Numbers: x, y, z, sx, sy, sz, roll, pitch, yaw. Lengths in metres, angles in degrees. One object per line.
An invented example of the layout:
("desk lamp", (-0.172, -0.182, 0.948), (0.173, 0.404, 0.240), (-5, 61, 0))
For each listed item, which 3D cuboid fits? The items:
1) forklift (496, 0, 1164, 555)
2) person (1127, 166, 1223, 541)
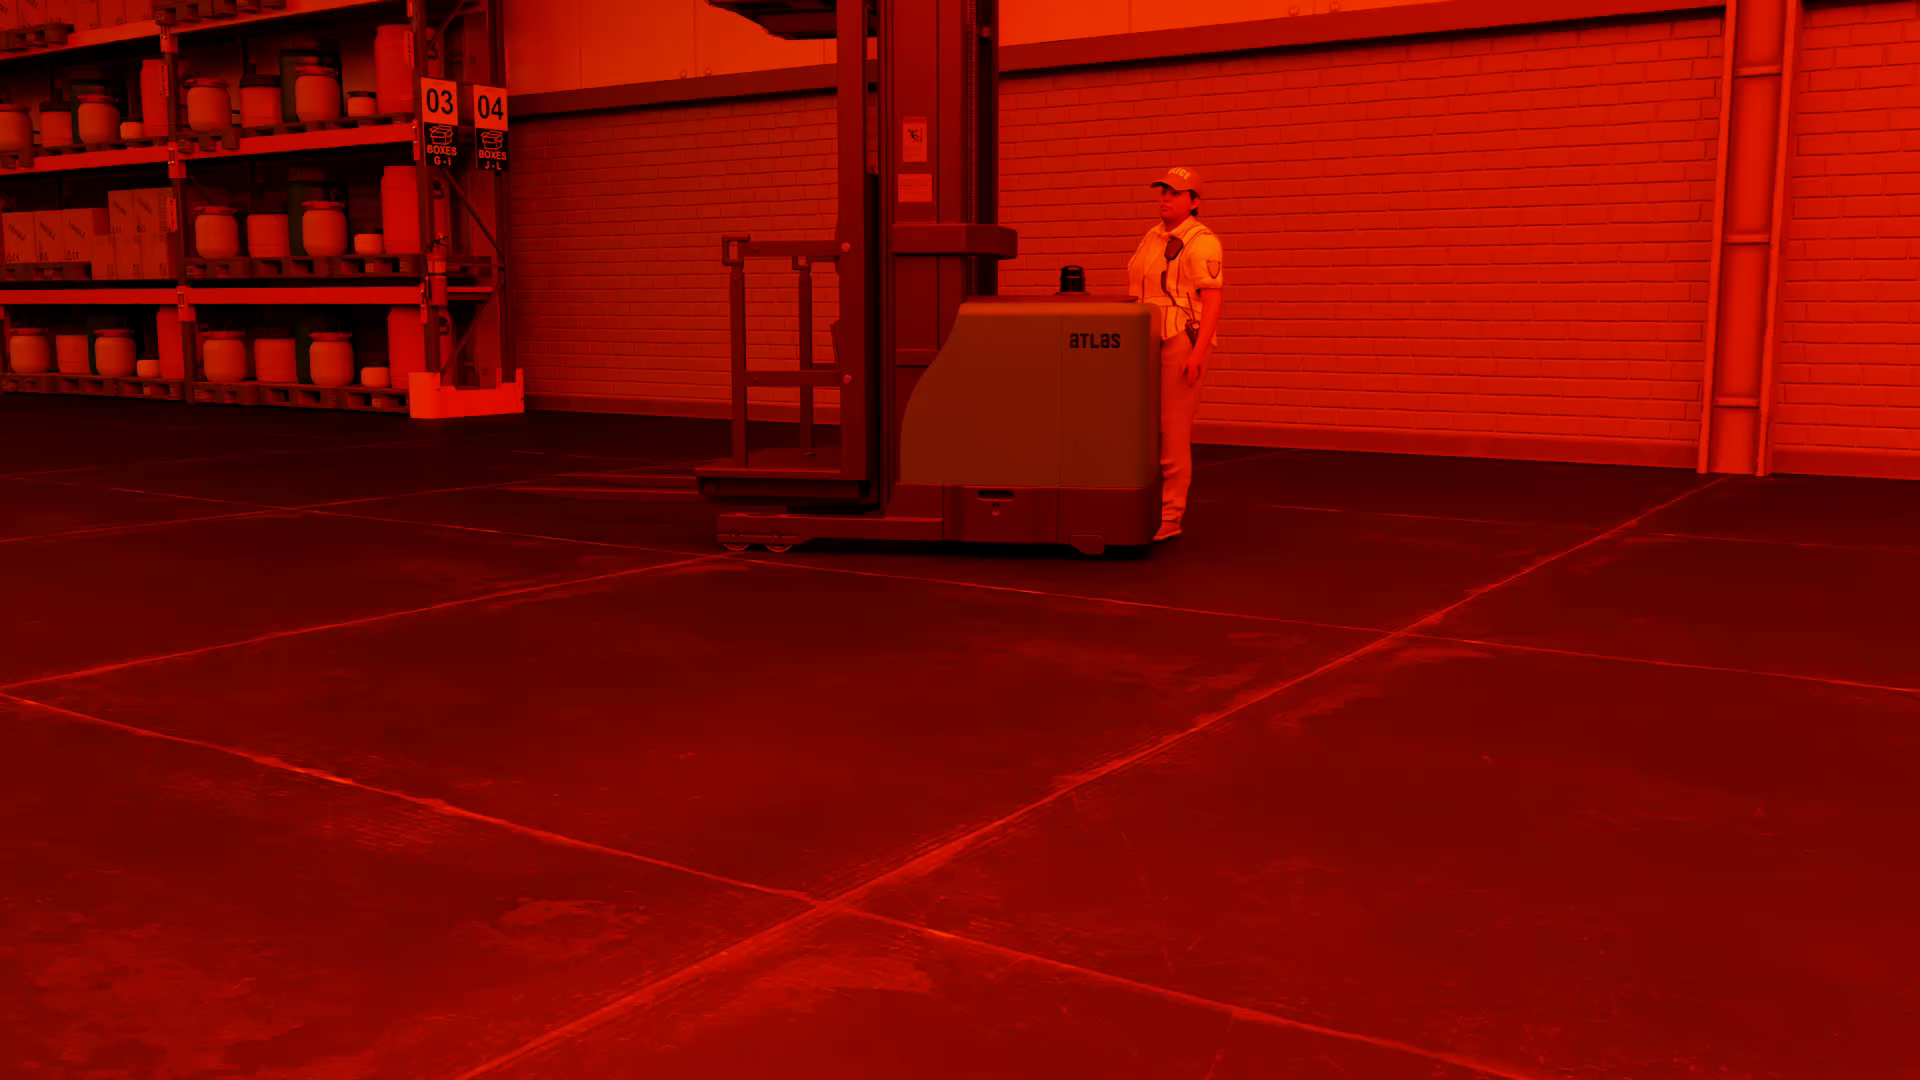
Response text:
("forklift", (-0.596, -1.469, 7.520), (3.031, 2.935, 1.130), (2, 8, 12))
("person", (0.862, -0.837, 7.515), (0.529, 1.670, 0.597), (-6, 10, -35))
